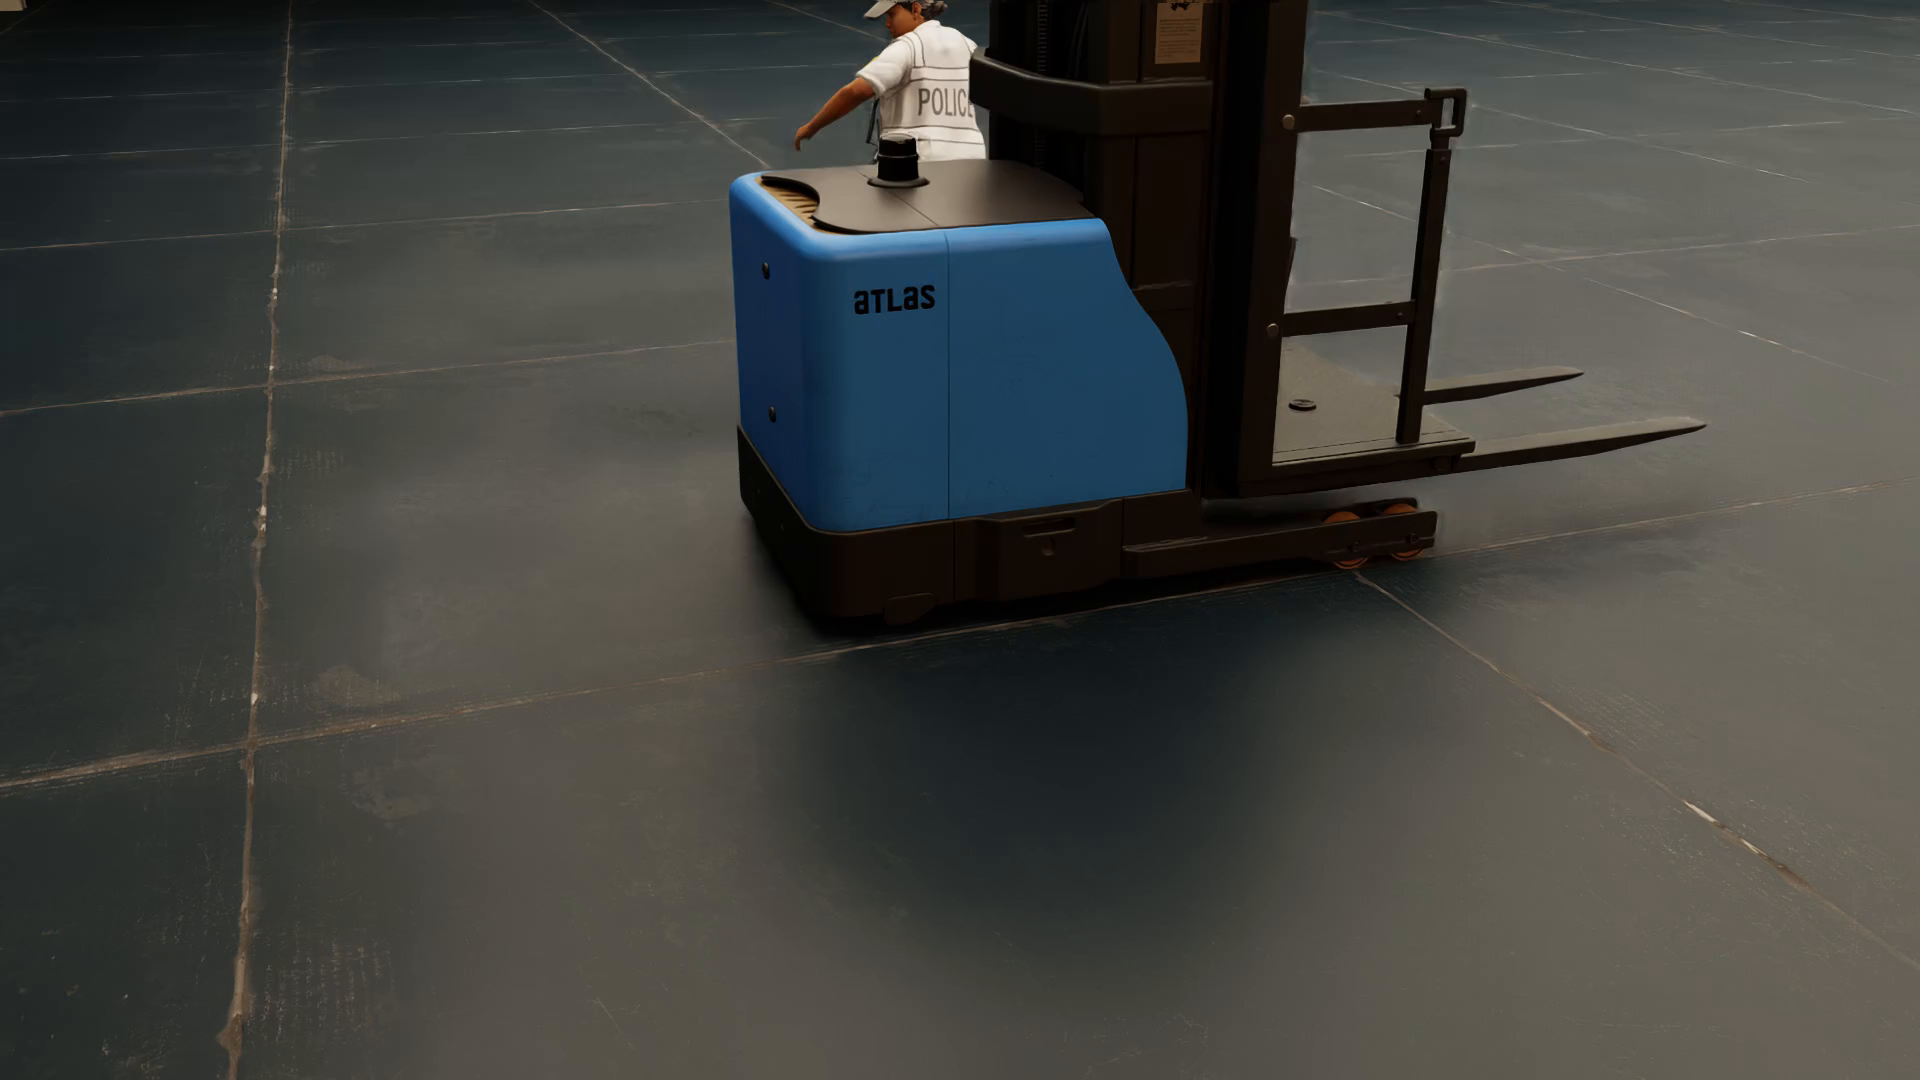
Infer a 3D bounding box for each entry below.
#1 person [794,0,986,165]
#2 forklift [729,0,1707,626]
[{"bbox_3d":[-0.103,-1.403,6.612,1.083,1.611,0.530,-13,26,-28],"label":"person"},{"bbox_3d":[0.886,-1.450,4.748,3.031,2.935,1.130,-8,24,-18],"label":"forklift"}]
